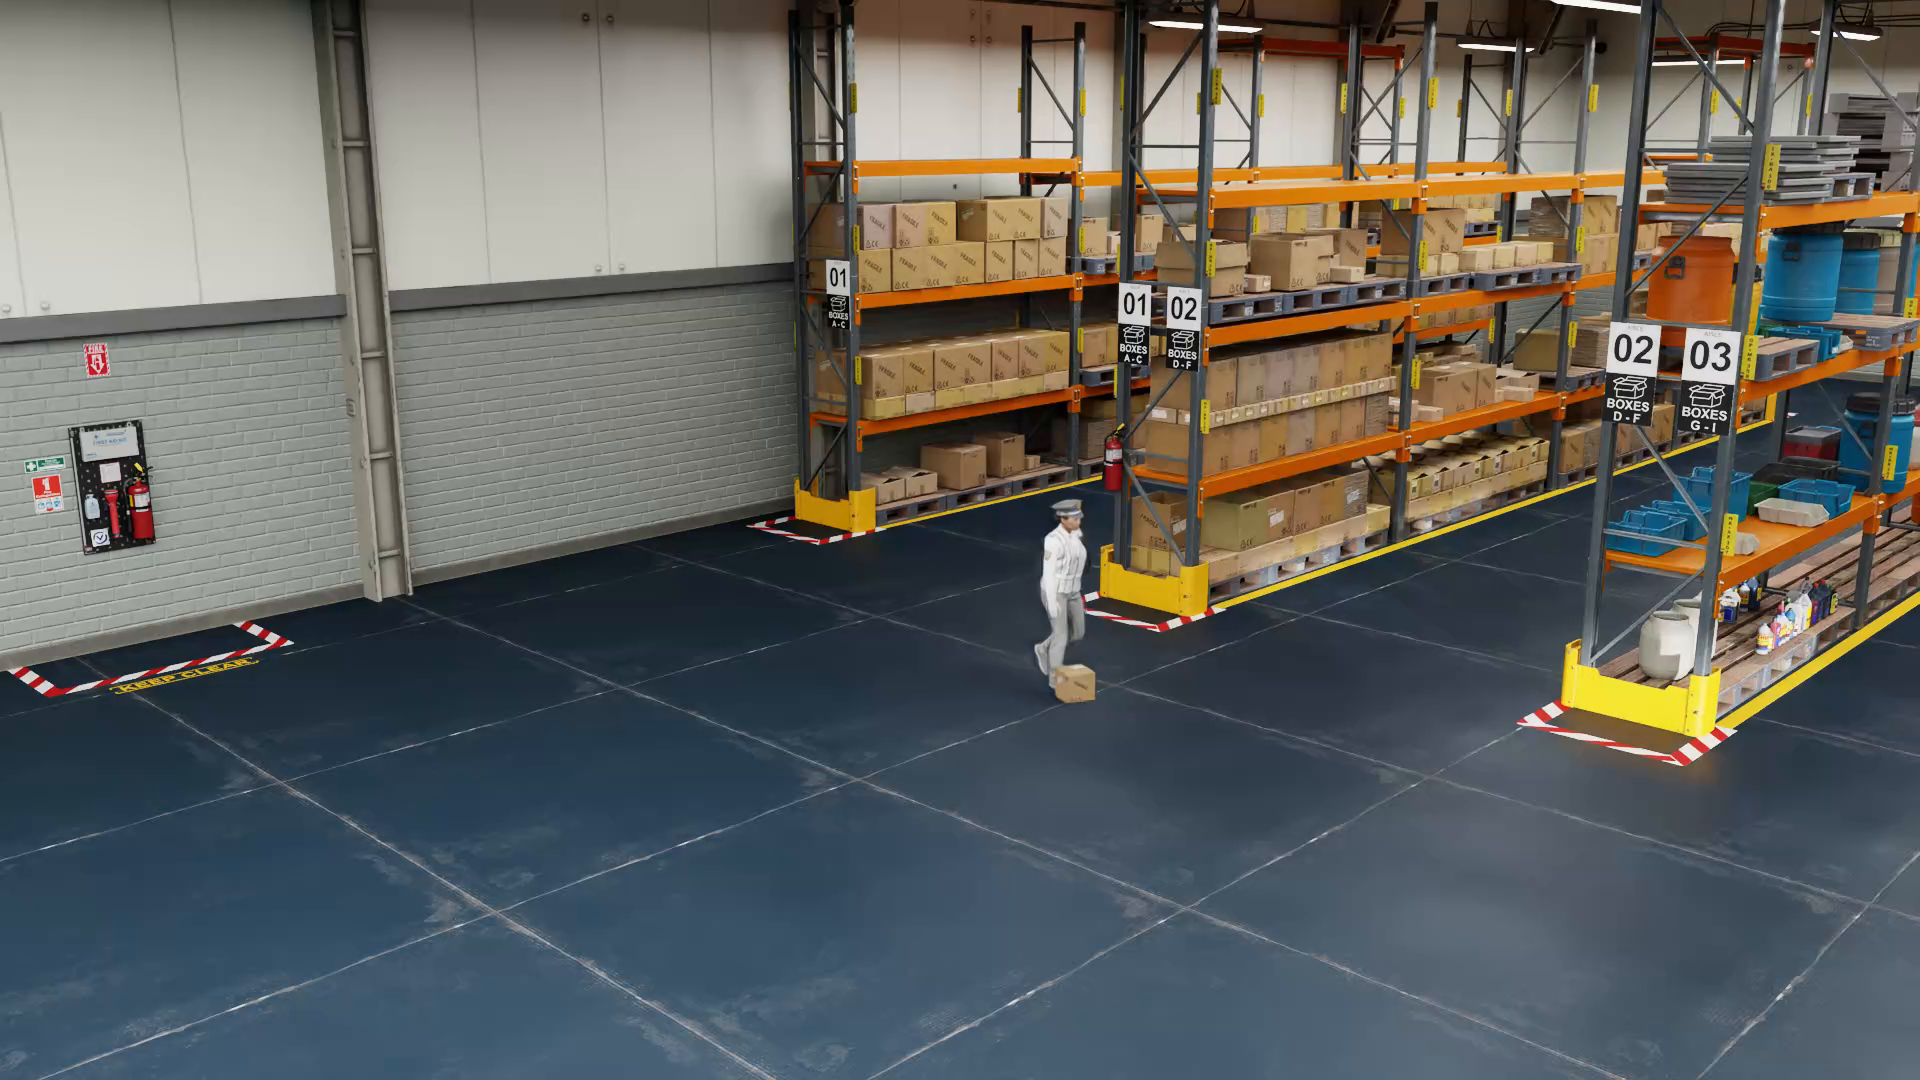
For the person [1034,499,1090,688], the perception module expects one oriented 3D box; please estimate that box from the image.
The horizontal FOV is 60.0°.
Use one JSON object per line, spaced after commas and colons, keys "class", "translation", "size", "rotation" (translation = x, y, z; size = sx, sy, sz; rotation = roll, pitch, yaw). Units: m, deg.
{"class": "person", "translation": [0.821, 0.440, 14.121], "size": [0.560, 1.649, 0.495], "rotation": [12, 18, 41]}
